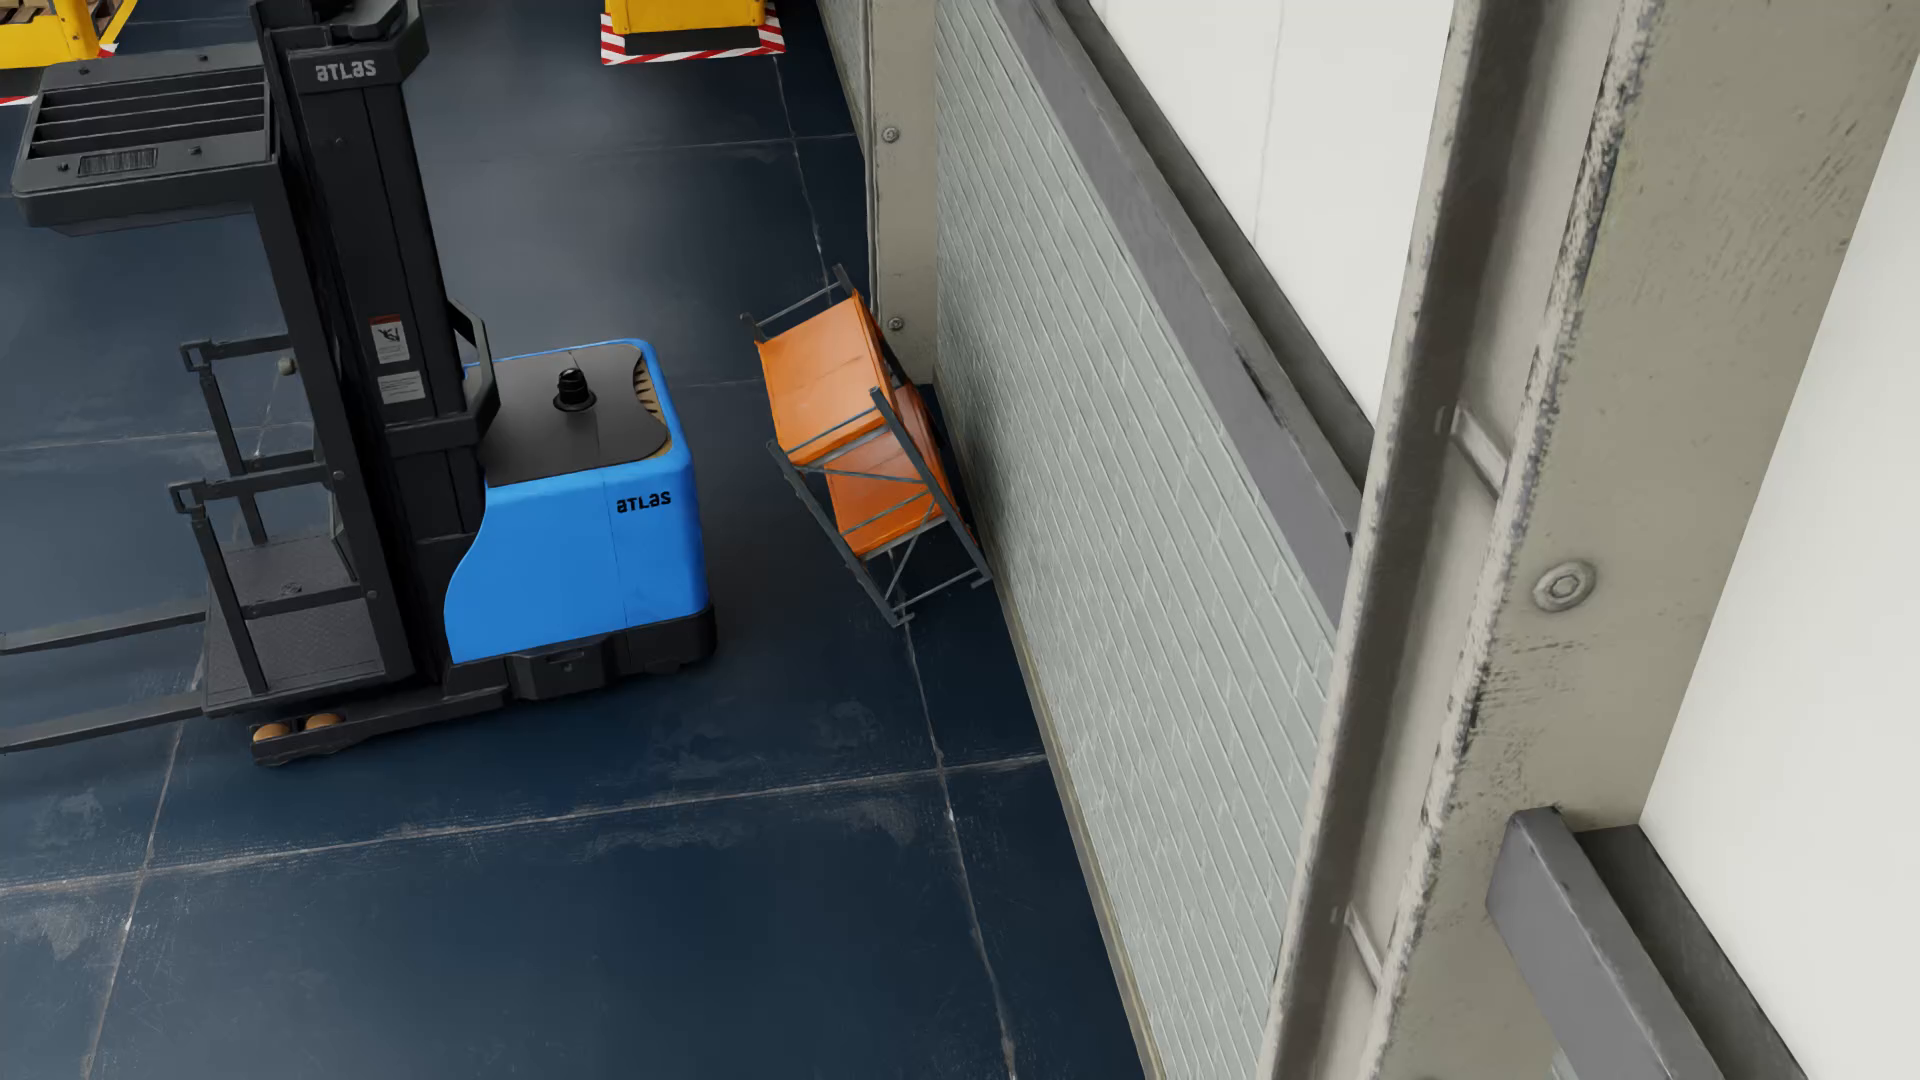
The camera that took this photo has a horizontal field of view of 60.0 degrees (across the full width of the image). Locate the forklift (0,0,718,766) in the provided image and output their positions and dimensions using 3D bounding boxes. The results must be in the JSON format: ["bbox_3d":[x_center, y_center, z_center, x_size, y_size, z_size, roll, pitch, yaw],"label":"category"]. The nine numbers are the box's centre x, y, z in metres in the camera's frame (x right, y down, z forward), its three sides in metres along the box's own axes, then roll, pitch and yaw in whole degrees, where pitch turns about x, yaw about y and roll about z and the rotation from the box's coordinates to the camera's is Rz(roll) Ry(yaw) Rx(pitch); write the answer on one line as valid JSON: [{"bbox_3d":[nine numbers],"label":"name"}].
[{"bbox_3d":[-2.603,-0.629,6.171,3.031,2.935,1.130,-11,39,-14],"label":"forklift"}]

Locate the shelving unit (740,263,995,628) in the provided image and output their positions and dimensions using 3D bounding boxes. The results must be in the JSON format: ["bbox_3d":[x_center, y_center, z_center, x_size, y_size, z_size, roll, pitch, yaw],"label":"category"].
[{"bbox_3d":[-0.409,-0.414,7.247,0.538,1.125,1.048,-27,39,7],"label":"shelving unit"}]

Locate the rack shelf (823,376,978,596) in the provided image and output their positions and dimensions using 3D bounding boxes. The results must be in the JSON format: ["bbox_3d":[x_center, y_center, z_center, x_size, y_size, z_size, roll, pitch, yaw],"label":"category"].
[{"bbox_3d":[-0.307,-0.252,7.398,0.538,0.278,1.000,-27,39,7],"label":"rack shelf"}]

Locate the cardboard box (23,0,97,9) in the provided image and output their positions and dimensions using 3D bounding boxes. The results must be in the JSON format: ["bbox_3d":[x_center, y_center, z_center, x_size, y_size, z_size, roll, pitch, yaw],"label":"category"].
[{"bbox_3d":[-6.866,-4.291,12.727,0.500,0.250,0.500,-7,38,-8],"label":"cardboard box"}]

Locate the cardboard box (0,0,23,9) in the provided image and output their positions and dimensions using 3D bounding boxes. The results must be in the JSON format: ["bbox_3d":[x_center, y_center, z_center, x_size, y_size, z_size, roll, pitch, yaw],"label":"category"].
[{"bbox_3d":[-7.408,-4.248,12.671,0.500,0.250,0.500,-6,38,-8],"label":"cardboard box"}]

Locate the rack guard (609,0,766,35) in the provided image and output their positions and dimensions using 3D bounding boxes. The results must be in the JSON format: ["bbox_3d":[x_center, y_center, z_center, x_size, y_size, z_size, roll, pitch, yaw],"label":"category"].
[{"bbox_3d":[-2.107,-4.228,12.785,1.175,0.500,0.348,-6,38,-8],"label":"rack guard"}]

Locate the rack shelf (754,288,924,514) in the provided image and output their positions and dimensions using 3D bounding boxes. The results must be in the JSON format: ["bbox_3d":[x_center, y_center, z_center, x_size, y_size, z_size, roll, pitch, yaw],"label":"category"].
[{"bbox_3d":[-0.530,-0.609,7.065,0.538,0.278,1.000,-27,39,7],"label":"rack shelf"}]

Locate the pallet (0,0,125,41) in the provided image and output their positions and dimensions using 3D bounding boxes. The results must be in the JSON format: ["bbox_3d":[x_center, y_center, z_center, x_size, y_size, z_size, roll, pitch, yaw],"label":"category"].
[{"bbox_3d":[-7.118,-4.133,12.898,1.003,0.211,1.213,-6,38,-8],"label":"pallet"}]

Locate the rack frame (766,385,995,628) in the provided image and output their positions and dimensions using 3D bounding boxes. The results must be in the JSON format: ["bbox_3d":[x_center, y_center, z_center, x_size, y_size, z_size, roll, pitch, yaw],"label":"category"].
[{"bbox_3d":[-0.307,-0.110,6.852,0.500,1.125,0.032,-27,39,7],"label":"rack frame"}]

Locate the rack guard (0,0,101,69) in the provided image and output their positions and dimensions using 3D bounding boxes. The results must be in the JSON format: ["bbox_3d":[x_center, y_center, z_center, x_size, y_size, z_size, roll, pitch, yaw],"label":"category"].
[{"bbox_3d":[-7.011,-3.753,12.173,1.175,0.500,0.348,-6,38,-8],"label":"rack guard"}]

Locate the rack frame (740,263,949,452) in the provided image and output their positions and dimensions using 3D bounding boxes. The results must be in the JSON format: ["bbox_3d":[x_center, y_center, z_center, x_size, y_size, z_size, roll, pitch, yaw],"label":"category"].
[{"bbox_3d":[-0.511,-0.718,7.641,0.500,1.125,0.032,-27,39,7],"label":"rack frame"}]

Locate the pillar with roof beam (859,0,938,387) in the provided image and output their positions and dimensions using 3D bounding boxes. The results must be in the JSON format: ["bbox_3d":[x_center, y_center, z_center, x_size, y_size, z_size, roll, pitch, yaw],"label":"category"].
[{"bbox_3d":[-4.532,-4.029,5.602,9.100,9.000,0.400,-6,38,-8],"label":"pillar with roof beam"}]

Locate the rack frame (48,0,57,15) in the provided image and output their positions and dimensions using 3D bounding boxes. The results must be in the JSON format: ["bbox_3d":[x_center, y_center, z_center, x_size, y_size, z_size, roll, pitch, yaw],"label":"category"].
[{"bbox_3d":[-6.997,-4.694,11.347,1.000,3.000,0.127,-6,38,-8],"label":"rack frame"}]
